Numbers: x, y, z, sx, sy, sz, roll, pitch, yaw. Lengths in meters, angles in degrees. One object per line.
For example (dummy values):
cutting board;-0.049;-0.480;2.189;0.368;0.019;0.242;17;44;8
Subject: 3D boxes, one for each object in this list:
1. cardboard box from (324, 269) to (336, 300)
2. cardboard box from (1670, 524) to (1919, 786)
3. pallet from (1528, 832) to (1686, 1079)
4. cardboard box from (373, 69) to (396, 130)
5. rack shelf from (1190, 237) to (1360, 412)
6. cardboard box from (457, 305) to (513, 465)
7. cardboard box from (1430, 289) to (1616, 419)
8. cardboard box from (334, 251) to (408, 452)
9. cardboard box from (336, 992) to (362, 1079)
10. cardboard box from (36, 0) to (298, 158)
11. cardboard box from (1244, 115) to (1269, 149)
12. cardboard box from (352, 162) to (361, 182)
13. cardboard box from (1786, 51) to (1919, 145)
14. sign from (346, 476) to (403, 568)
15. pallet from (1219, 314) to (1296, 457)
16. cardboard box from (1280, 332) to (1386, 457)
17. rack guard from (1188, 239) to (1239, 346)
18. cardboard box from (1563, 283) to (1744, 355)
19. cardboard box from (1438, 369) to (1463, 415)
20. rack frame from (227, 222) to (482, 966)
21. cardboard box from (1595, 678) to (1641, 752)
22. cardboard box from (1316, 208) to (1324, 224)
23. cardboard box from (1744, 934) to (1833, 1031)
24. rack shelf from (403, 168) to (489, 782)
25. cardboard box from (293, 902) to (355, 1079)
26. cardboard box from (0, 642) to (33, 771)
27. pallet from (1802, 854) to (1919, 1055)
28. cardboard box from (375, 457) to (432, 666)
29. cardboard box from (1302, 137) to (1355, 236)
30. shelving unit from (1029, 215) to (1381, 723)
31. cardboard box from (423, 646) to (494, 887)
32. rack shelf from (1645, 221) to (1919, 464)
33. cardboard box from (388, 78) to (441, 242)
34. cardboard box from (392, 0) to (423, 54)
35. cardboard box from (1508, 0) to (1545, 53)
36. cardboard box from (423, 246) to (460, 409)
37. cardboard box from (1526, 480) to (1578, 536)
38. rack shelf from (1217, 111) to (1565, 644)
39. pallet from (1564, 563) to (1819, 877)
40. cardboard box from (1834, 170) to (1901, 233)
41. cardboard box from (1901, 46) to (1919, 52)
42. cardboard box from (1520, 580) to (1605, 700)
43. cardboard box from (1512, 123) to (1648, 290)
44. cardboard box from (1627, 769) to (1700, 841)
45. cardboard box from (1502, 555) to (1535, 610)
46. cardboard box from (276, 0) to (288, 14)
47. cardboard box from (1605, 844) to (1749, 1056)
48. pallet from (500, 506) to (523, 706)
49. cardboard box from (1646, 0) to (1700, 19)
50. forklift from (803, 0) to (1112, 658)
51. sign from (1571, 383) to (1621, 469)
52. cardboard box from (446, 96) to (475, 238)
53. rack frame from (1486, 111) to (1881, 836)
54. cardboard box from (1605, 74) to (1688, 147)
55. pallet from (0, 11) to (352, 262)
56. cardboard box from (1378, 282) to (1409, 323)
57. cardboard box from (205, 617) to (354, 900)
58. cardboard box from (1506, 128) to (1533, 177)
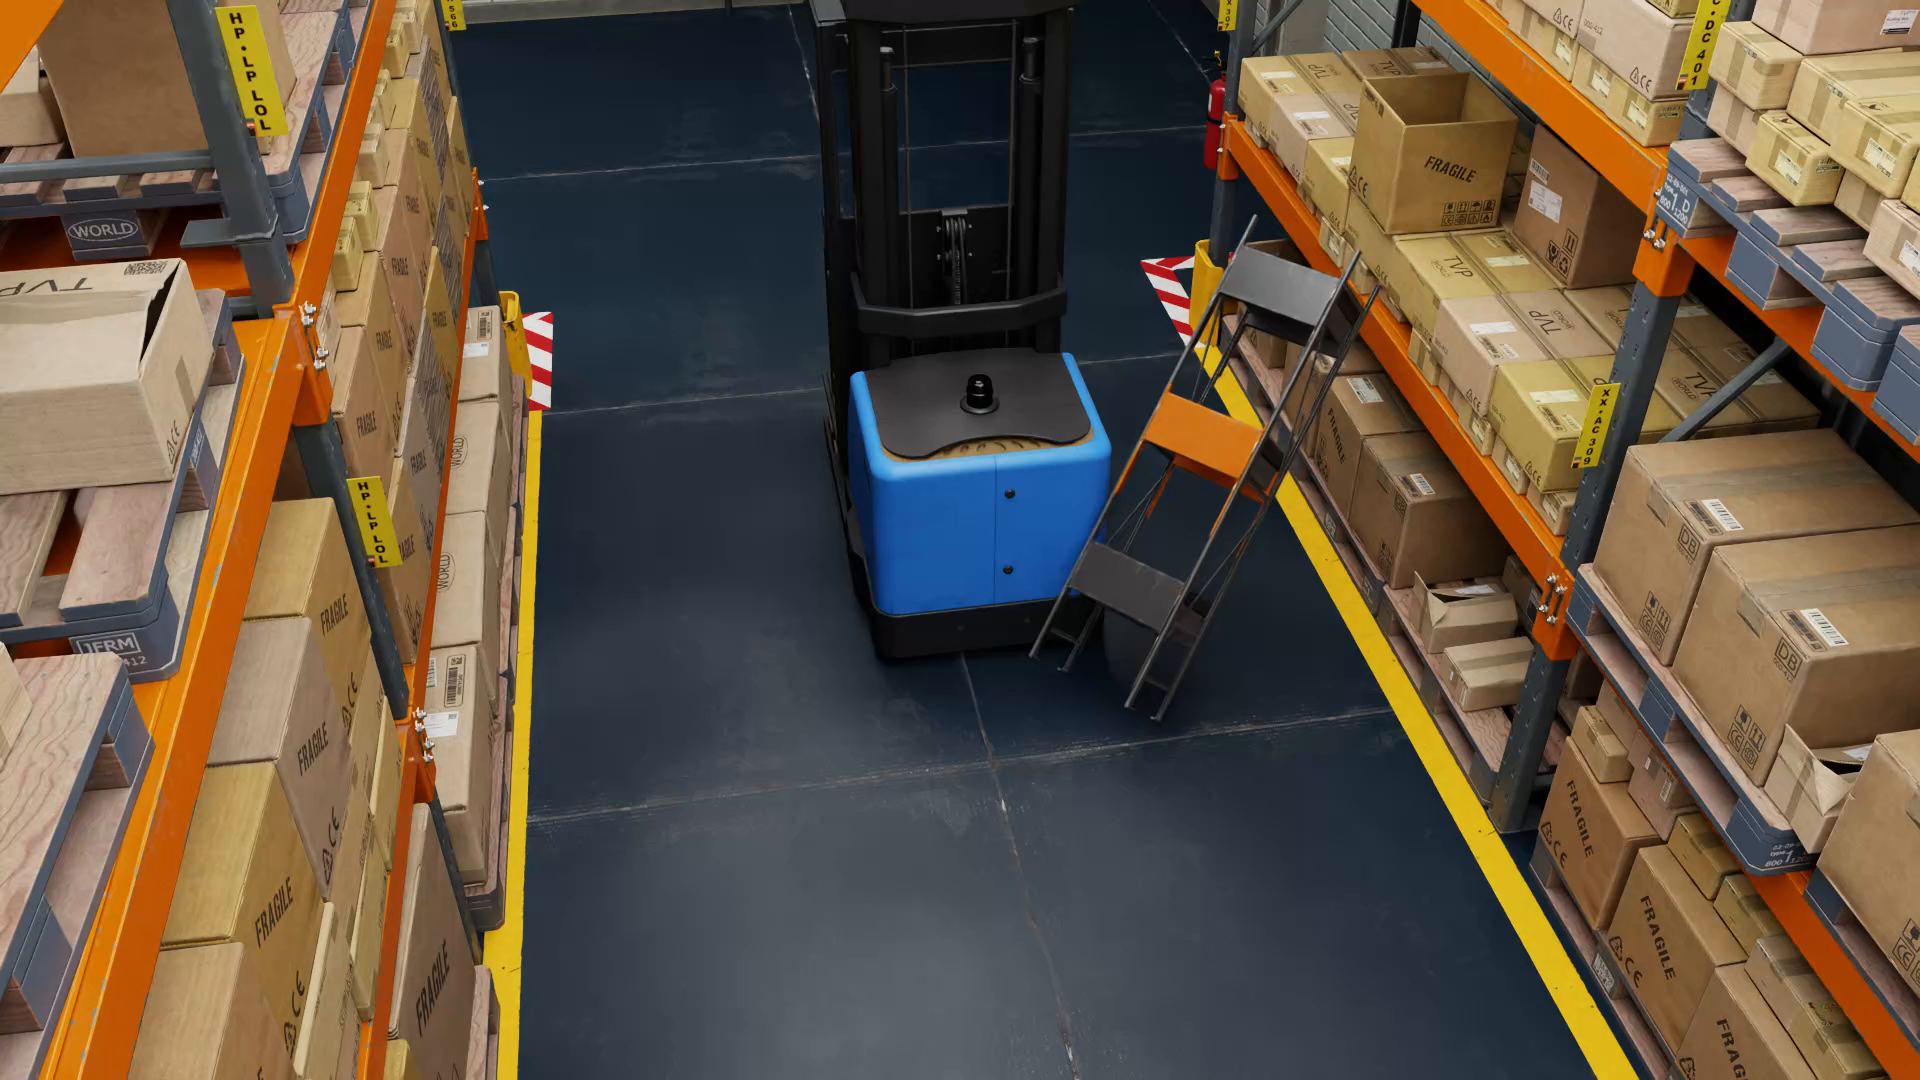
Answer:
cardboard box;-2.203;-0.771;5.273;0.380;0.149;0.250;-7;38;-9
cardboard box;2.586;0.328;4.859;0.700;0.500;0.500;-6;38;-7
pallet;2.810;1.493;6.056;1.003;0.211;1.213;-6;38;-8
cardboard box;-2.419;-1.706;6.475;0.380;0.149;0.250;-5;38;-7
rack shelf;1.362;-0.911;7.085;0.480;0.431;0.518;26;89;30
cardboard box;-2.743;-0.741;8.405;0.875;0.438;0.875;-7;38;-9
cardboard box;2.199;-0.736;6.532;0.500;0.250;0.500;-6;38;-8
cardboard box;-2.183;-0.613;5.598;0.500;0.500;0.500;-7;38;-9
cardboard box;-1.771;1.358;4.079;0.500;0.250;0.500;-7;38;-9
cardboard box;-2.152;-1.367;4.514;0.500;0.500;0.500;-6;38;-7
cardboard box;1.717;-2.184;8.721;0.380;0.149;0.250;-7;38;-8
cardboard box;-2.329;-1.234;5.869;0.380;0.149;0.250;-6;38;-8
cardboard box;2.368;-1.123;4.243;0.380;0.149;0.250;-6;38;-7
sign;-1.723;-0.049;4.889;0.100;0.325;0.005;-6;38;-8
pallet;2.083;-0.883;9.114;1.003;0.211;1.213;-6;38;-8
cardboard box;2.055;-0.790;8.417;0.700;0.500;0.500;-5;38;-6
rack guard;1.943;-1.478;9.645;1.175;0.500;0.348;-6;38;-8
cardboard box;2.715;-0.784;6.594;0.500;0.250;0.500;-7;38;-8
cardboard box;2.170;-0.632;6.724;0.380;0.149;0.250;-5;38;-7
rack frame;-2.256;0.441;5.138;1.000;3.000;0.127;-6;38;-8
cardboard box;2.491;0.591;5.868;0.380;0.149;0.250;-7;38;-9
cardboard box;1.923;-1.561;7.920;0.380;0.149;0.250;-6;38;-7
cardboard box;2.681;1.347;5.138;0.380;0.149;0.250;-6;38;-8
rack shelf;-2.606;-0.483;6.913;1.077;0.370;4.000;-6;38;-8
cardboard box;-1.747;1.156;3.932;0.500;0.250;0.500;-5;38;-7
cardboard box;-1.776;0.309;2.711;0.380;0.166;0.250;-3;38;-4
pallet;2.986;1.222;4.288;1.003;0.211;1.213;-6;38;-8
cardboard box;-2.080;0.090;5.508;0.500;0.500;0.500;-5;38;-6
cardboard box;1.924;-1.656;7.717;0.500;0.250;0.500;-7;38;-9
shelving unit;1.049;-0.300;7.069;0.503;0.431;2.100;26;89;30
cardboard box;-2.260;0.896;6.298;0.875;0.438;0.875;-7;38;-9
rack shelf;2.981;0.212;3.573;1.077;0.370;4.000;-6;38;-8
cardboard box;-2.434;-1.532;6.781;0.500;0.500;0.500;-6;38;-8
cardboard box;-2.500;-2.173;7.077;0.380;0.149;0.250;-7;38;-8
cardboard box;2.160;-1.826;5.816;0.380;0.149;0.250;-6;38;-8
cardboard box;-2.335;-0.827;6.688;0.500;0.500;0.500;-5;38;-7
cardboard box;2.326;-0.162;6.118;0.380;0.149;0.250;-6;38;-7
rack shelf;2.280;-1.019;7.603;1.077;0.370;4.000;-6;38;-8
pallet;2.663;0.475;5.250;1.003;0.211;1.213;-6;38;-8
cardboard box;2.444;-0.860;4.148;0.380;0.149;0.250;-6;38;-8
cardboard box;2.798;-1.335;4.517;0.380;0.149;0.250;-7;38;-9
cardboard box;2.747;0.376;7.070;0.500;0.311;0.500;-5;38;-6
cardboard box;2.631;-1.378;6.747;0.500;0.500;0.500;-7;38;-9
cardboard box;2.556;0.874;5.746;0.380;0.149;0.250;-7;38;-9
cardboard box;2.671;0.178;7.457;0.380;0.149;0.250;-7;38;-9
cardboard box;-2.524;-1.801;5.070;0.797;0.503;0.637;-3;38;-4
cardboard box;2.597;1.363;5.646;0.500;0.500;0.500;-7;38;-9
pallet;-2.529;0.336;7.546;1.003;0.211;1.213;-6;38;-8
cardboard box;2.305;-1.815;5.068;0.500;0.250;0.500;-6;38;-8
forklift;-0.108;-1.538;7.741;1.130;2.935;3.031;-6;38;-8
sign;2.098;-0.374;5.481;0.100;0.325;0.005;-6;38;-8
cardboard box;-2.612;-1.752;7.878;0.500;0.500;0.500;-6;38;-8
rack frame;2.631;-0.095;5.828;1.000;3.000;0.127;-6;38;-8
cardboard box;2.277;-1.366;5.223;0.380;0.149;0.250;-6;38;-8
pallet;-2.389;-1.204;4.882;1.003;0.211;1.213;-6;38;-8
cardboard box;2.073;-1.096;7.320;0.380;0.149;0.250;-6;38;-8
cardboard box;-1.832;0.561;4.086;0.500;0.500;0.500;-6;38;-7
cardboard box;2.443;-1.709;7.785;0.500;0.250;0.500;-5;38;-7
